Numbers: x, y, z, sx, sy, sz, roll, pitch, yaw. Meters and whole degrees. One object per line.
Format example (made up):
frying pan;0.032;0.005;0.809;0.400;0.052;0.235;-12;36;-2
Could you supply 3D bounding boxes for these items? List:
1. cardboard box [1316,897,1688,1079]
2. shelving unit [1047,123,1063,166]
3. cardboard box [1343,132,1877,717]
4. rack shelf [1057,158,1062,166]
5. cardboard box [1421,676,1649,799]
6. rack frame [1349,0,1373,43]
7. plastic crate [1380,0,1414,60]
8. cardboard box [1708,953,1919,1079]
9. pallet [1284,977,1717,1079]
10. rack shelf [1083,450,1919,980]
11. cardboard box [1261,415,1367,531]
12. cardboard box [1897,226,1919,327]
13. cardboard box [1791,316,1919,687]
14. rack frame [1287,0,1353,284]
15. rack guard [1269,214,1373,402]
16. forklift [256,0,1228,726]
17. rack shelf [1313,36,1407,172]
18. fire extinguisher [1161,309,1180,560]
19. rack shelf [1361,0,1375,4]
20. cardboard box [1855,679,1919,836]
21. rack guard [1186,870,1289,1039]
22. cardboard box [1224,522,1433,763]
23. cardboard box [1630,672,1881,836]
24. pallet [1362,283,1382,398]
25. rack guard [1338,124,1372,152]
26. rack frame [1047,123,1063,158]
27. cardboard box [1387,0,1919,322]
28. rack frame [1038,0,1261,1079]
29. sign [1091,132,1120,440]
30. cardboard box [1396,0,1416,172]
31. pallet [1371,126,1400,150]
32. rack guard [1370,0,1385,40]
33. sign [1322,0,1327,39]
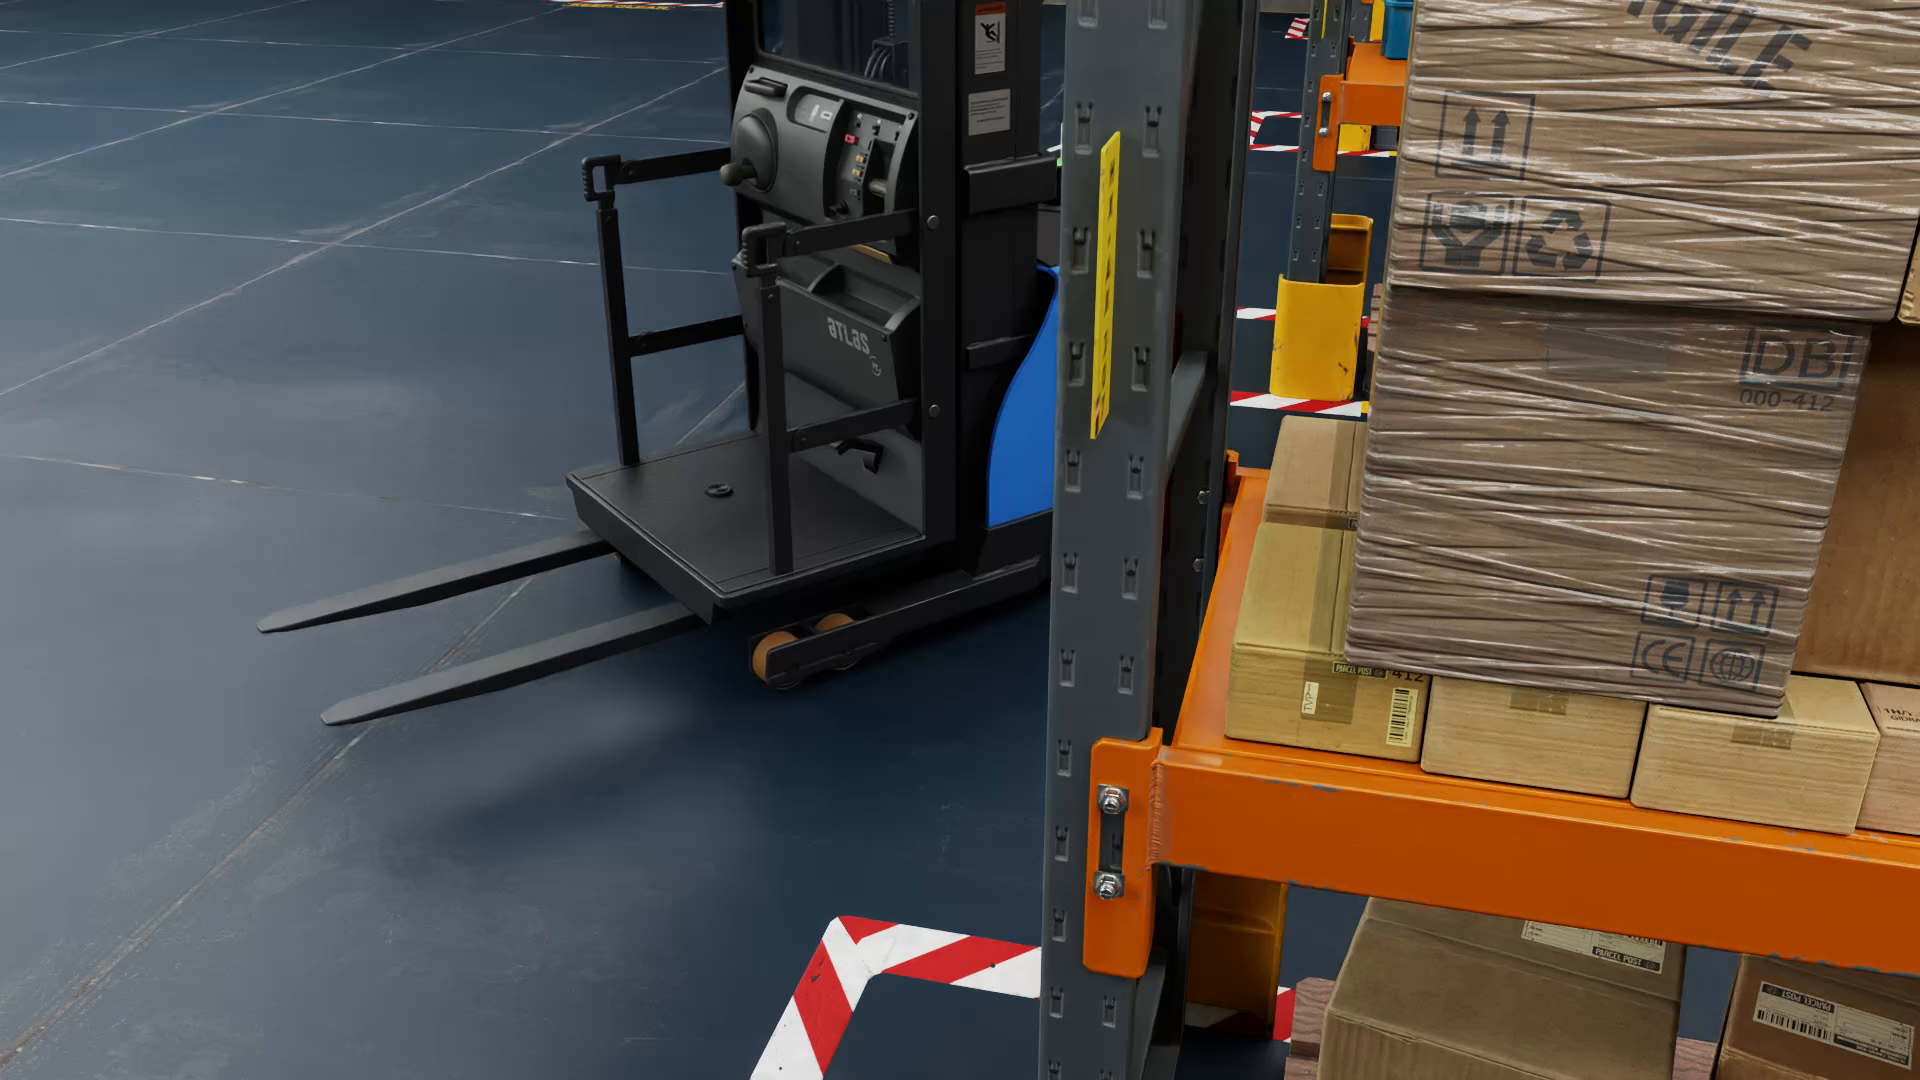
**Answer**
cardboard box;0.897;0.899;2.792;0.500;0.500;0.500;11;28;23
shelving unit;0.533;-0.928;6.303;0.503;1.200;0.258;16;30;31
cardboard box;0.822;-0.223;2.267;0.500;0.500;0.875;6;26;13
rack shelf;0.533;-1.303;6.124;0.480;0.148;0.258;16;30;31
cardboard box;0.750;0.164;2.208;0.250;0.149;0.380;6;26;13
rack frame;2.767;-4.238;11.161;0.127;3.000;1.000;6;26;13
plastic crate;2.089;-2.180;7.012;0.616;0.251;0.499;6;26;13
cardboard box;1.484;0.949;2.687;0.500;0.500;0.500;14;29;26
pallet;1.148;1.255;2.868;1.213;0.211;1.003;6;26;13
rack shelf;2.233;0.425;2.205;4.000;0.370;1.077;6;26;13
cardboard box;0.624;-0.056;2.670;0.250;0.149;0.380;6;26;13
cardboard box;1.243;-0.516;1.719;0.500;0.500;0.500;6;26;13
cardboard box;1.336;-0.219;2.259;0.500;0.500;0.875;6;26;13
rack frame;1.530;-2.176;6.831;0.127;3.000;1.000;6;26;13
rack guard;1.615;-1.059;7.392;0.348;0.500;1.175;6;26;13
forklift;-0.579;-1.146;4.747;3.031;2.935;1.130;-17;30;-32
rack shelf;3.467;-1.637;6.536;4.000;0.370;1.077;6;26;13
fire extinguisher;0.300;-0.283;2.945;0.183;0.674;0.296;6;26;13
rack shelf;4.704;-3.699;10.866;4.000;0.370;1.077;6;26;13
cardboard box;1.236;0.215;2.101;0.250;0.149;0.380;6;26;13
rack guard;0.370;1.023;3.020;0.348;0.500;1.175;6;26;13
cardboard box;0.513;0.129;2.281;0.250;0.149;0.380;6;26;13
cardboard box;0.989;0.197;2.139;0.250;0.149;0.380;6;26;13
pallet;2.401;-0.839;7.267;1.213;0.211;1.003;6;26;13
rack guard;2.744;-3.112;11.704;0.348;0.500;1.175;6;26;13
rack frame;0.332;-0.987;6.428;0.015;1.200;0.240;16;30;31
cardboard box;0.761;-0.572;1.837;0.500;0.500;0.500;6;26;13
rack frame;0.296;-0.114;2.500;0.127;3.000;1.000;6;26;13
sign;0.161;-0.279;1.839;0.005;0.325;0.100;6;26;13
cardboard box;0.890;-0.789;2.292;0.500;0.500;0.500;6;26;13
pallet;3.518;-2.914;11.625;1.213;0.211;1.003;6;26;13
rack guard;4.071;-5.164;16.014;0.348;0.500;1.175;6;26;13
sign;1.389;-2.072;6.291;0.005;0.325;0.100;6;26;13
